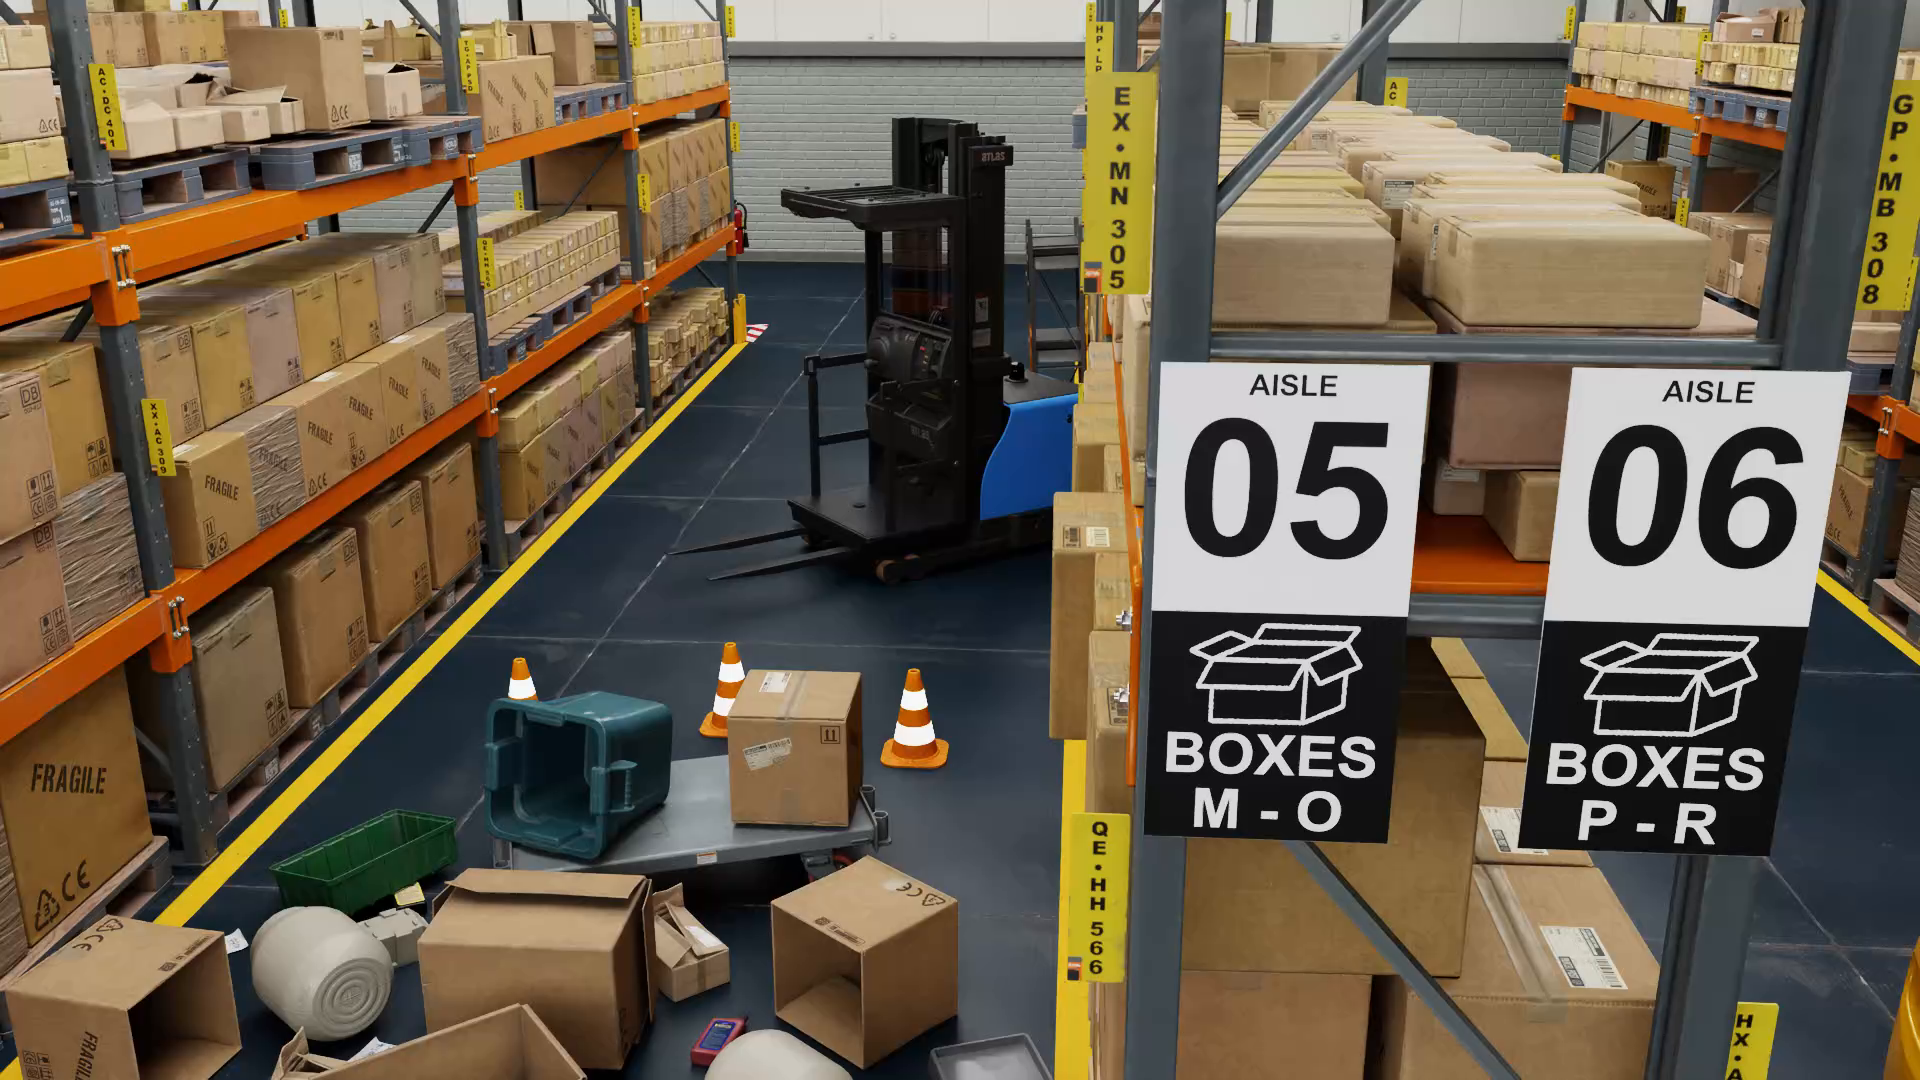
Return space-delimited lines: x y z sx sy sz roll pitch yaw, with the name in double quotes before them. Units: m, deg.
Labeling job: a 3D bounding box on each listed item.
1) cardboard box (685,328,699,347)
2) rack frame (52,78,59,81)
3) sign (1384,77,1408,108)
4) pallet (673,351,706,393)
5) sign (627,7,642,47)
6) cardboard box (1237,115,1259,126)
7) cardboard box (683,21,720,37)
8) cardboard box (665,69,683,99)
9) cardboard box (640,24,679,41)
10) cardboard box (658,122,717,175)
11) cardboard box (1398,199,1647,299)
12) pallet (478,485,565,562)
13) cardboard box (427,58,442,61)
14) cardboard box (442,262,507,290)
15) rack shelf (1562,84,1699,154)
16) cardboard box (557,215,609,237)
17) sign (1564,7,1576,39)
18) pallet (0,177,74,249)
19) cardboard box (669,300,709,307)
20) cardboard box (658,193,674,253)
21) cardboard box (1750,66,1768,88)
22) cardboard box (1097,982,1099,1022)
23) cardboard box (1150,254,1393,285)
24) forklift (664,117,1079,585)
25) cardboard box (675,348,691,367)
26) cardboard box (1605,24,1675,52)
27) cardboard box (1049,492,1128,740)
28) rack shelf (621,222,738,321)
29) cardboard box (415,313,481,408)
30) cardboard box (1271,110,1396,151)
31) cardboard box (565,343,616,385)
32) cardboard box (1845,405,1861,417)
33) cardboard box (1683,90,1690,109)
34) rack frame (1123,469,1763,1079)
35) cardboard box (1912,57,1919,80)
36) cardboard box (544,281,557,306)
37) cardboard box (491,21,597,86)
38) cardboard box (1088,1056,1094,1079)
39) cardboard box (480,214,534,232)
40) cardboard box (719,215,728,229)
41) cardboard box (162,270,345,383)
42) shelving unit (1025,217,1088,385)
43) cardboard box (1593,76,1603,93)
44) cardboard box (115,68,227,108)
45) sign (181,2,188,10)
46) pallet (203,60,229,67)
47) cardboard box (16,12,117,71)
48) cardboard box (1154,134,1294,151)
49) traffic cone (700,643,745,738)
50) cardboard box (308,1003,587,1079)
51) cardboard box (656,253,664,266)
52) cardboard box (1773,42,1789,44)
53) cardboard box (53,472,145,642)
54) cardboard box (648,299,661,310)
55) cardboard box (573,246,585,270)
"cardboard box" -2.850 -2.041 16.759 0.380 0.149 0.250 1 18 4
"rack frame" -8.235 -5.463 14.144 1.000 3.000 0.127 1 18 4
"sign" 1.618 -1.568 6.243 0.100 0.325 0.005 1 18 4
"pallet" -3.197 -1.734 16.877 1.003 0.211 1.213 1 18 4
"sign" -2.741 -4.317 14.001 0.100 0.325 0.005 1 18 4
"cardboard box" 0.974 -1.645 6.875 0.500 0.250 0.500 1 18 3
"cardboard box" -2.739 -5.384 17.517 0.380 0.149 0.250 1 18 3
"cardboard box" -2.915 -4.279 15.589 0.500 0.250 0.500 2 18 6
"cardboard box" -2.885 -4.825 15.812 0.380 0.149 0.250 1 18 2
"cardboard box" -2.829 -4.072 17.287 0.500 0.500 0.500 1 18 2
"cardboard box" 1.021 -0.534 3.040 0.380 0.149 0.250 1 18 4
"pallet" -3.524 -0.146 12.028 1.003 0.211 1.213 1 18 4
"cardboard box" -3.771 -3.040 11.404 0.500 0.500 0.500 1 18 4
"cardboard box" -3.339 -1.814 11.414 0.380 0.149 0.250 1 18 2
"rack shelf" 6.744 -3.986 15.609 1.077 0.370 4.000 1 18 4
"cardboard box" -3.147 -2.621 13.877 0.380 0.149 0.250 1 18 2
"sign" 6.346 -5.377 17.294 0.100 0.325 0.005 1 18 4
"pallet" -3.937 -1.115 5.834 1.003 0.211 1.213 1 18 4
"cardboard box" -2.842 -2.431 17.473 0.380 0.149 0.250 1 18 2
"cardboard box" -2.980 -2.961 15.505 0.500 0.500 0.500 1 18 4
"cardboard box" 6.112 -3.433 12.335 0.380 0.149 0.250 1 18 3
"cardboard box" 0.539 1.093 4.173 0.380 0.149 0.250 2 18 5
"cardboard box" 0.608 -0.481 3.518 0.500 0.250 0.500 1 18 3
"forklift" -0.517 -1.283 11.130 3.031 2.935 1.130 -12 22 -32
"cardboard box" -2.896 -1.825 16.579 0.380 0.149 0.250 1 18 2
"cardboard box" 6.528 -4.811 15.931 0.500 0.250 0.500 1 18 3
"cardboard box" 0.586 0.191 4.280 0.700 0.500 0.500 1 18 3
"rack shelf" -3.151 -2.750 16.652 1.077 0.370 4.000 1 18 4
"cardboard box" -3.346 -1.130 10.392 0.500 0.500 0.500 1 18 4
"cardboard box" 1.221 -1.327 5.461 0.380 0.149 0.250 2 18 5
"cardboard box" -3.146 -1.442 13.642 0.500 0.250 0.500 2 18 7
"cardboard box" 6.702 -0.917 12.202 0.380 0.149 0.250 1 18 4
"cardboard box" 6.332 -3.706 14.001 0.380 0.149 0.250 1 18 4
"rack frame" 0.790 1.336 3.029 1.000 3.000 0.127 1 18 4
"cardboard box" 6.168 -2.917 10.313 0.380 0.149 0.250 1 18 2
"cardboard box" -3.255 -1.854 12.494 0.380 0.149 0.250 2 18 5
"cardboard box" -3.432 -4.028 13.745 0.700 0.500 0.500 1 18 4
"cardboard box" 0.656 1.862 5.163 0.500 0.250 0.500 1 18 2
"cardboard box" -3.796 -2.634 13.919 0.380 0.149 0.250 2 18 5
"cardboard box" -2.749 -3.486 18.147 0.380 0.149 0.250 1 18 4
"cardboard box" -3.730 -1.136 8.807 0.700 0.500 0.500 1 18 3
"shelving unit" 0.747 -1.364 12.679 0.431 2.100 0.503 -3 18 1
"cardboard box" 6.484 -4.500 16.424 0.380 0.149 0.250 2 18 5
"cardboard box" -3.962 -2.165 8.204 0.500 0.311 0.500 1 18 2
"sign" -8.501 -5.747 18.298 0.100 0.325 0.005 1 18 4
"pallet" -7.991 -5.007 17.713 1.003 0.211 1.213 1 18 4
"cardboard box" -8.239 -4.577 15.261 0.700 0.500 0.500 0 18 1
"cardboard box" 0.699 -1.016 4.513 0.380 0.149 0.250 2 18 5
"traffic cone" -1.208 0.770 8.829 0.336 0.463 0.334 1 18 4
"cardboard box" -1.610 1.920 5.255 0.797 0.503 0.637 -13 22 -34
"cardboard box" -3.012 -2.682 15.693 0.380 0.149 0.250 0 18 1
"cardboard box" 6.696 -3.880 13.221 0.380 0.149 0.250 1 18 3
"cardboard box" -3.883 0.058 6.688 0.875 0.550 0.550 1 18 4
"cardboard box" -3.365 -2.442 17.508 0.380 0.149 0.250 0 18 1
"cardboard box" -3.200 -2.239 13.191 0.380 0.149 0.250 0 18 1
